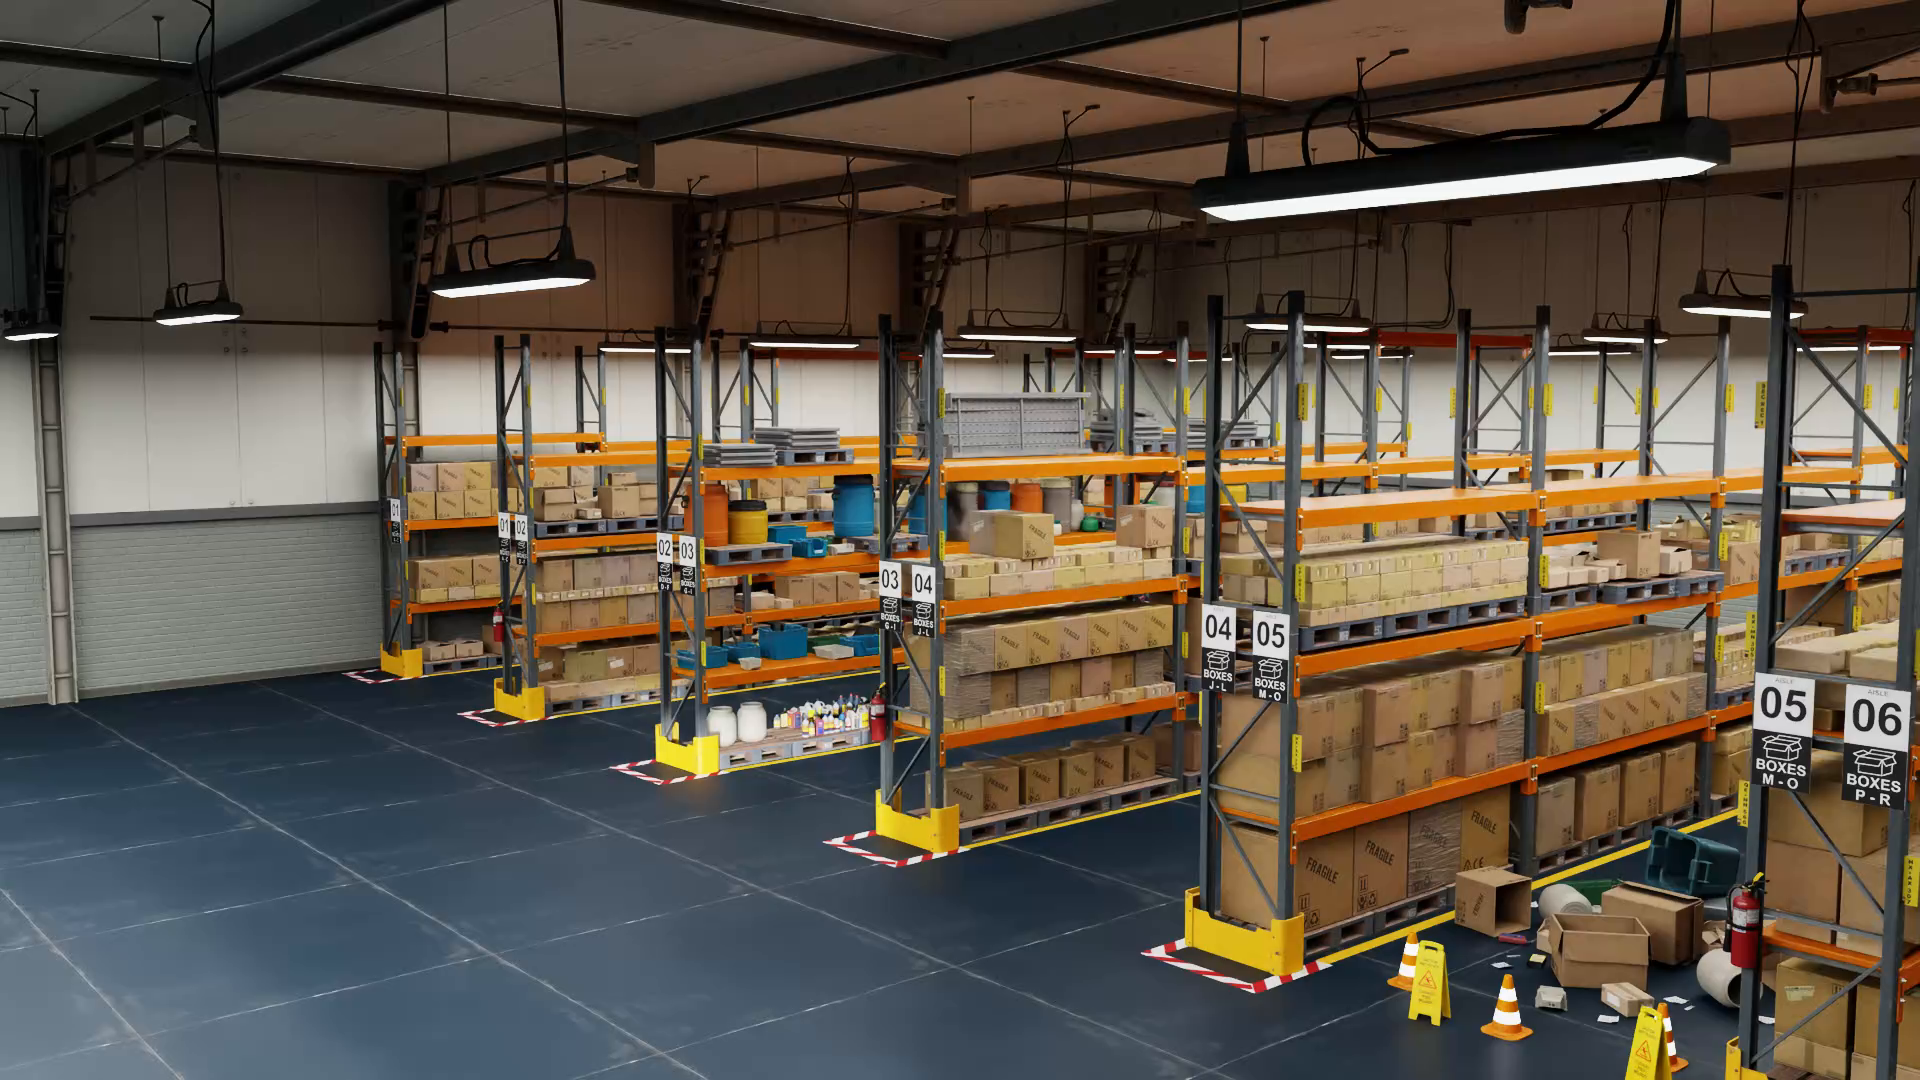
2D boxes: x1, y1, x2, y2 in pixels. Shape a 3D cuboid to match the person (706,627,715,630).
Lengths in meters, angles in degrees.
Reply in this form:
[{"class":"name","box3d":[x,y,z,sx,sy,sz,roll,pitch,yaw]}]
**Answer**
[{"class":"person","box3d":[-4.796,1.351,32.302,0.463,1.799,0.571,4,6,35]}]
